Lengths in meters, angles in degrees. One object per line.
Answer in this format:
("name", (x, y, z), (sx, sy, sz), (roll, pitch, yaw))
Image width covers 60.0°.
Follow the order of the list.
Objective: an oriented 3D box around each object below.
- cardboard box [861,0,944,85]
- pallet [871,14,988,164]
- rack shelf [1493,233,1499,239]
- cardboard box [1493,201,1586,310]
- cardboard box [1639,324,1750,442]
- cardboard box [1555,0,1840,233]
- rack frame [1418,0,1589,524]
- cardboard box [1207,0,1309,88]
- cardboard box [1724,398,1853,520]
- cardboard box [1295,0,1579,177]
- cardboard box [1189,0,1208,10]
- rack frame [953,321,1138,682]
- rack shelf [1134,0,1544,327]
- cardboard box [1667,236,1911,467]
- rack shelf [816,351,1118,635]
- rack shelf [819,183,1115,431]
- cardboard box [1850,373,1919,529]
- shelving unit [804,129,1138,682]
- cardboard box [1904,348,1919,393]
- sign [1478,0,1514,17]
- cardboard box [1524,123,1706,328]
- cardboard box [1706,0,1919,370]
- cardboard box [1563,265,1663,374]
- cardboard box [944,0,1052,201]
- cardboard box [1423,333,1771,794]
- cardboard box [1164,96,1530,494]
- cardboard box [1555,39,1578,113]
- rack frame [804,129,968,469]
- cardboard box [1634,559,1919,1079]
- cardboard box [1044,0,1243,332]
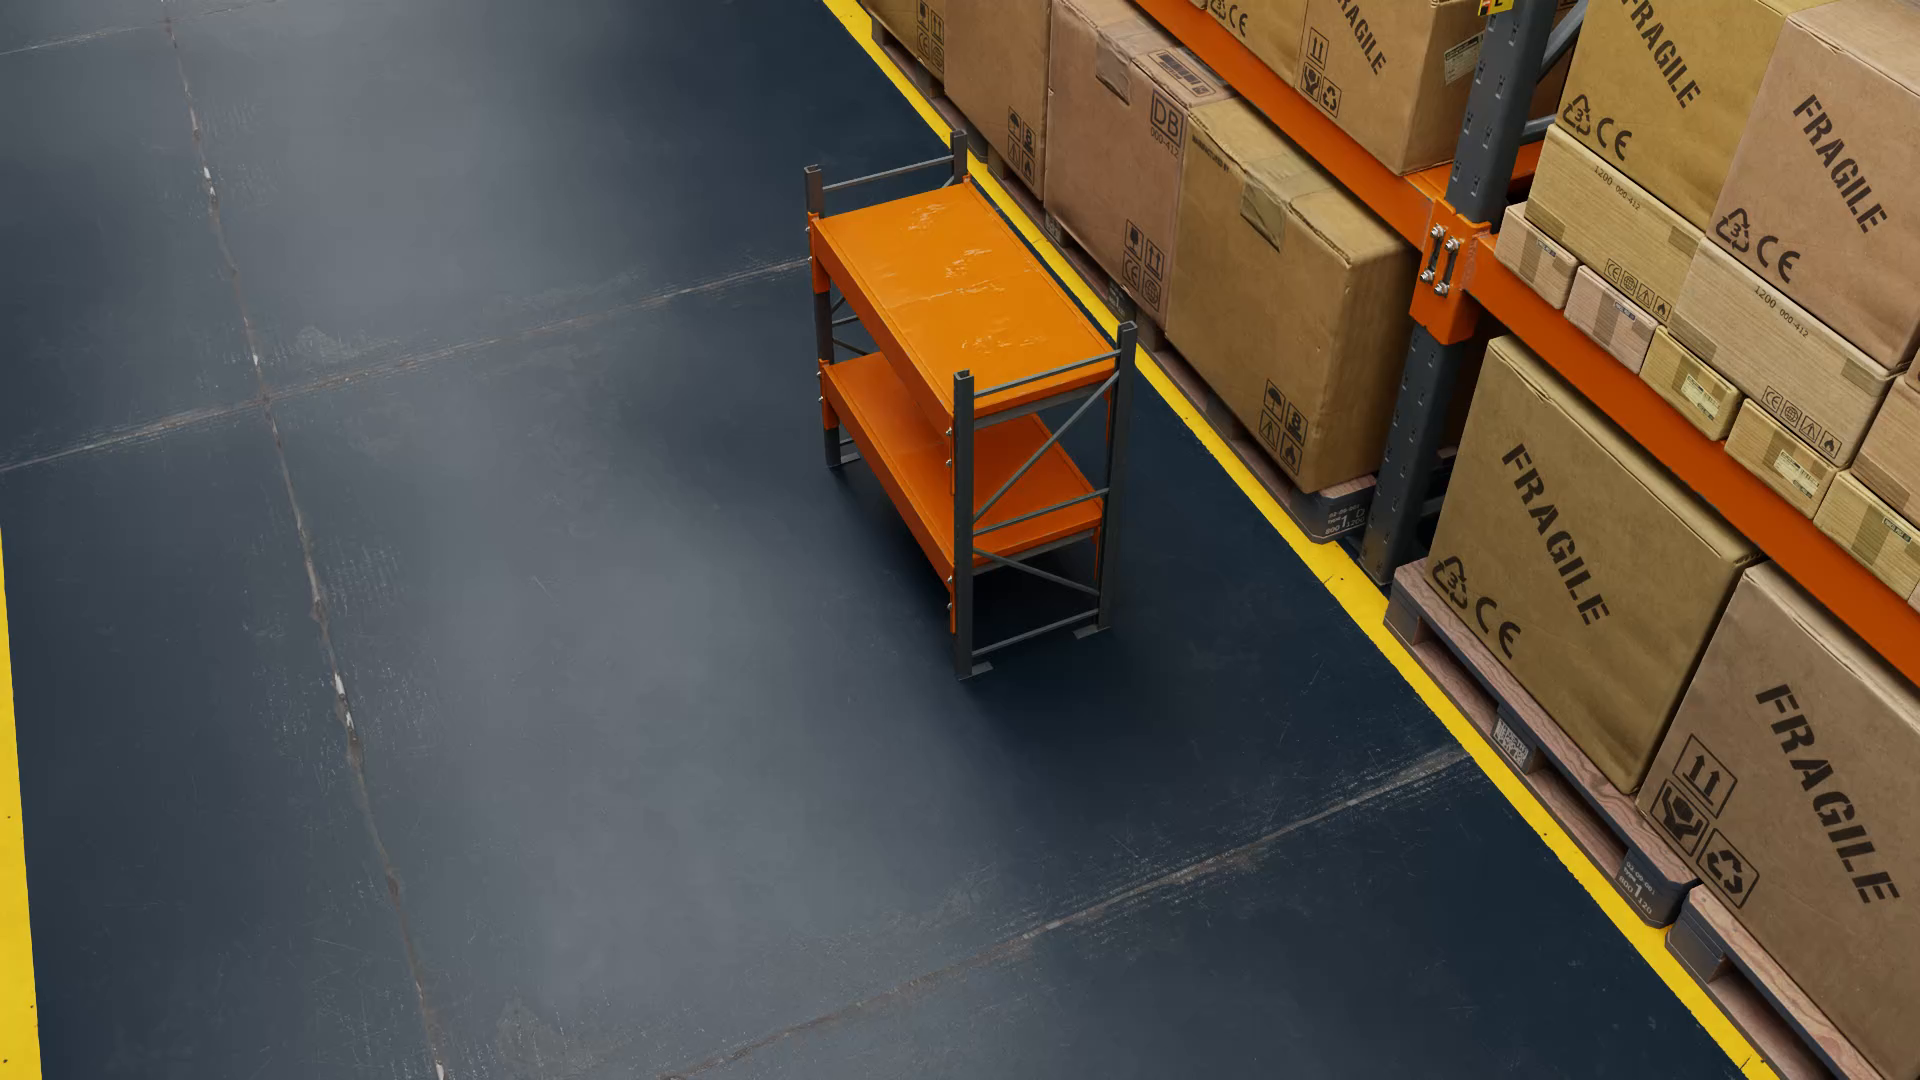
("cardboard box", (0.303, -2.601, 6.964), (1.225, 0.875, 0.875), (-20, 48, -19))
("pallet", (0.295, -2.136, 7.265), (1.003, 0.211, 1.213), (-18, 47, -17))
("rack shelf", (2.554, 0.356, 3.126), (0.919, 0.124, 3.809), (-18, 47, -17))
("cardboard box", (1.536, -0.729, 4.032), (0.380, 0.149, 0.250), (-18, 47, -17))
("cardboard box", (1.758, -0.393, 3.692), (0.380, 0.149, 0.250), (-17, 47, -16))
("cardboard box", (1.683, -1.043, 3.533), (0.500, 0.500, 0.500), (-18, 47, -17))
("rack frame", (1.711, -1.104, 4.233), (0.949, 2.616, 0.053), (-18, 47, -17))
("cardboard box", (1.067, -1.675, 4.741), (0.500, 0.500, 0.500), (-17, 47, -16))
("cardboard box", (1.870, -0.226, 3.523), (0.380, 0.149, 0.250), (-19, 48, -18))
("cardboard box", (1.269, -1.358, 4.419), (0.500, 0.500, 0.500), (-18, 47, -17))
("cardboard box", (0.841, -2.006, 5.076), (0.500, 0.500, 0.500), (-19, 48, -18))
("rack frame", (0.217, -0.072, 4.522), (0.500, 1.125, 0.032), (-18, 47, -17))
("rack shelf", (0.873, -2.123, 5.778), (1.077, 0.370, 4.000), (-18, 47, -17))
("cardboard box", (1.878, -0.462, 3.478), (0.500, 0.250, 0.500), (-18, 47, -18))
("rack shelf", (0.003, -0.222, 5.022), (0.538, 0.278, 1.000), (-18, 47, -17))
("rack shelf", (0.003, -0.657, 4.593), (0.459, 0.093, 0.952), (-18, 47, -17))
("cardboard box", (2.101, -0.134, 3.145), (0.500, 0.250, 0.500), (-17, 47, -16))
("shelving unit", (0.003, -0.396, 4.851), (0.538, 1.125, 1.048), (-18, 47, -17))
("cardboard box", (2.106, -0.397, 2.878), (0.500, 0.500, 0.500), (-19, 48, -19))
("sign", (1.225, -1.322, 3.686), (0.100, 0.325, 0.005), (-18, 47, -17))
("cardboard box", (1.673, -0.780, 3.800), (0.500, 0.250, 0.500), (-19, 48, -18))
("cardboard box", (1.883, -0.727, 3.213), (0.500, 0.500, 0.500), (-18, 47, -17))
("cardboard box", (1.647, -0.561, 3.862), (0.380, 0.149, 0.250), (-20, 48, -19))
("cardboard box", (0.671, -2.031, 6.386), (1.225, 0.875, 0.875), (-18, 47, -17))
("cardboard box", (1.918, -0.054, 4.382), (0.875, 0.875, 0.875), (-18, 47, -17))
("cardboard box", (1.426, -0.900, 5.240), (1.225, 0.875, 0.875), (-18, 47, -17))
("cardboard box", (1.747, -1.507, 4.571), (0.500, 0.500, 0.500), (-18, 47, -17))
("rack frame", (-0.211, -0.720, 5.179), (0.500, 1.125, 0.032), (-18, 47, -17))
("cardboard box", (2.297, 0.520, 3.801), (0.875, 0.875, 0.875), (-18, 47, -17))
("cardboard box", (1.050, -1.469, 5.817), (1.225, 0.875, 0.875), (-20, 48, -19))
